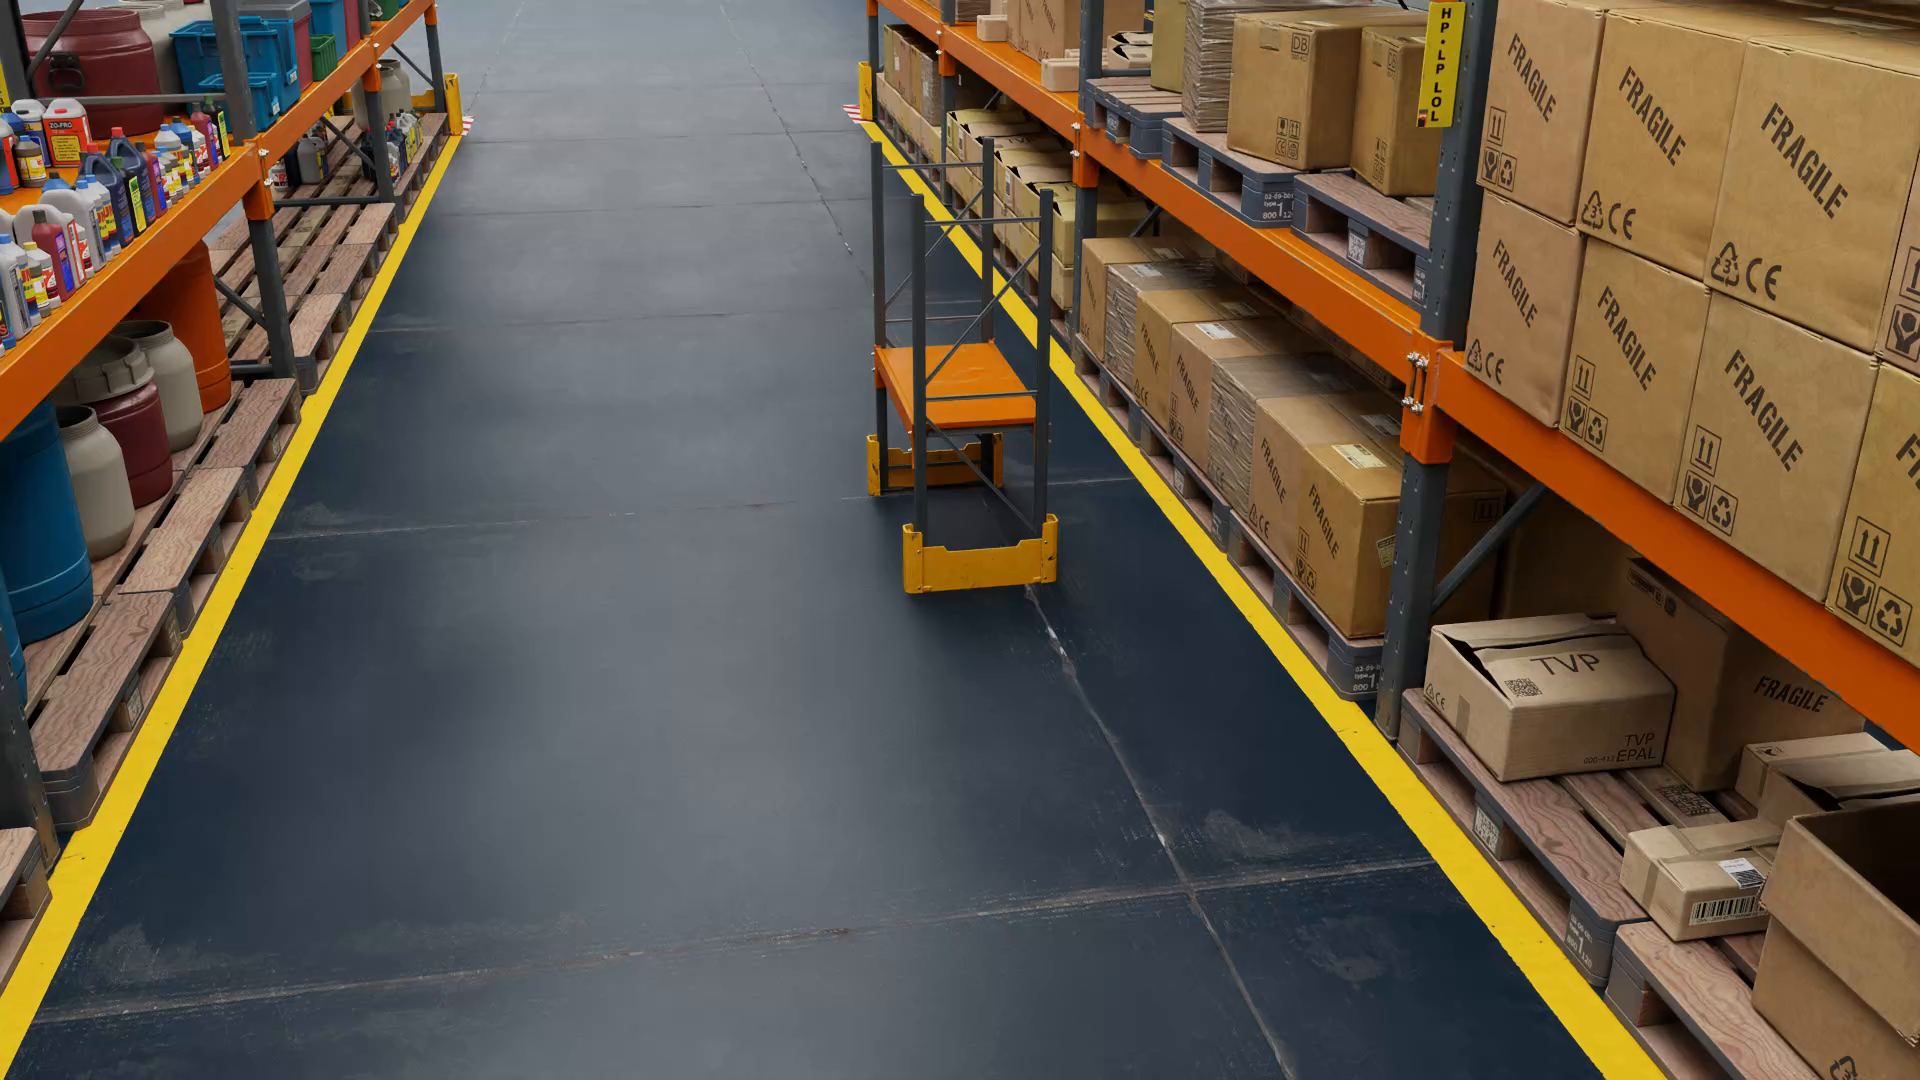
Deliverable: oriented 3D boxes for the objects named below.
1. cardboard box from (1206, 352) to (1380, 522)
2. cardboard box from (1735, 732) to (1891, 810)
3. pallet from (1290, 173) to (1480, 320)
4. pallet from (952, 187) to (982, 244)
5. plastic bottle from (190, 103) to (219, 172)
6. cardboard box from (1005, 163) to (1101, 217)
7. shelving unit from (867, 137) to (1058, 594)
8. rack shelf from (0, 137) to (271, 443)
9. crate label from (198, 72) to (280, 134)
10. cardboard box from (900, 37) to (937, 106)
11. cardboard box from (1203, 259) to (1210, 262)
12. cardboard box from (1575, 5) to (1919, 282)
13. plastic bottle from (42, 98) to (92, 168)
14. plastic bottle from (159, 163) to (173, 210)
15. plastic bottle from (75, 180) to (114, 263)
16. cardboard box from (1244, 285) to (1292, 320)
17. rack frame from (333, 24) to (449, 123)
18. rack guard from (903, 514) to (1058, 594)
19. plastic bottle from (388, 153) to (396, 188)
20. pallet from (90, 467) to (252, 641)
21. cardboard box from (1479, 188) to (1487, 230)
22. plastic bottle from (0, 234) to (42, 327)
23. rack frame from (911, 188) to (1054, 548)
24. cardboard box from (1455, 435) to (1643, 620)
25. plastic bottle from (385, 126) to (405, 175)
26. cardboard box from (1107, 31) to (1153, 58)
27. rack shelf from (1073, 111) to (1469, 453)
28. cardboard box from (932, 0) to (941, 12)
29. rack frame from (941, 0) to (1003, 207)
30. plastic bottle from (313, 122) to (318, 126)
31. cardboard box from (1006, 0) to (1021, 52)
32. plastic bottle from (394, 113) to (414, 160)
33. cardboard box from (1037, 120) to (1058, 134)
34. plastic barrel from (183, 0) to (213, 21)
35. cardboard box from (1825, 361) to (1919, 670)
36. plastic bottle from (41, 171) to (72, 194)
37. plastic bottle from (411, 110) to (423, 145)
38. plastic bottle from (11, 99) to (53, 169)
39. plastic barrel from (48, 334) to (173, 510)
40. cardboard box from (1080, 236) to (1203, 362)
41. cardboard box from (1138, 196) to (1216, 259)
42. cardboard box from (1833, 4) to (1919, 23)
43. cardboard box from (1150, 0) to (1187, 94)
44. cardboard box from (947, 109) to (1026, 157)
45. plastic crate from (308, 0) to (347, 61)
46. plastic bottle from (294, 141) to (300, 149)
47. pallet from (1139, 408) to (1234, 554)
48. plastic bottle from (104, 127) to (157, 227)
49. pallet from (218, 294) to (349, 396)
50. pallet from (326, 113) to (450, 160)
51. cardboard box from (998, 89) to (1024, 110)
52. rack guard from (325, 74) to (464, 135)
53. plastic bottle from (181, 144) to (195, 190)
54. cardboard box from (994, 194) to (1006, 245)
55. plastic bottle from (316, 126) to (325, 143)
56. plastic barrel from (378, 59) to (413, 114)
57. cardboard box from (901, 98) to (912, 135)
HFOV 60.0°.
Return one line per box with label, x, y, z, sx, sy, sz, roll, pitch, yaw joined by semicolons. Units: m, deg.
cardboard box;1.293;-0.412;6.519;0.500;0.500;0.500;-4;24;-9
cardboard box;2.353;0.661;4.502;0.380;0.149;0.250;-4;24;-10
pallet;1.800;-1.025;5.589;1.003;0.211;1.213;-4;24;-10
pallet;0.536;-2.372;11.918;1.003;0.211;1.213;-4;24;-10
plastic bottle;-3.231;-1.727;7.102;0.061;0.283;0.133;-4;24;-10
cardboard box;0.569;-2.144;10.121;0.500;0.311;0.500;-4;24;-10
shelving unit;-0.014;-0.717;6.518;0.587;1.500;1.083;-4;24;-10
rack shelf;-3.398;-0.882;5.921;1.077;0.370;4.000;-4;24;-10
crate label;-3.477;-2.115;8.055;0.303;0.233;0.416;-4;24;-10
cardboard box;-0.223;-3.969;14.064;0.500;0.500;0.500;-4;24;-10
cardboard box;1.293;-1.524;9.402;0.500;0.250;0.500;-4;24;-10
cardboard box;1.747;-0.885;3.655;0.500;0.500;0.500;-5;24;-11
plastic bottle;-3.856;-1.759;7.185;0.152;0.276;0.135;-4;24;-10
plastic bottle;-3.101;-1.375;6.398;0.097;0.201;0.097;0;24;0
plastic bottle;-2.948;-1.080;5.635;0.097;0.271;0.097;0;24;0
cardboard box;1.600;-0.866;7.558;0.500;0.500;0.500;-5;24;-12
rack frame;-5.247;-5.145;14.783;1.000;3.000;0.127;-4;24;-10
rack guard;0.078;0.051;6.320;0.587;0.250;0.087;-4;24;-10
plastic bottle;-4.135;-2.681;12.000;0.097;0.271;0.097;0;24;0
pallet;-3.358;0.065;6.337;1.003;0.211;1.213;-4;24;-10
cardboard box;1.973;-1.232;5.173;0.700;0.500;0.500;-13;27;-27
plastic bottle;-2.801;-0.768;4.922;0.097;0.271;0.097;0;24;0
rack frame;0.078;-0.521;6.069;0.500;1.500;0.032;-4;24;-10
cardboard box;1.991;-0.055;5.701;0.500;0.500;0.500;-5;24;-12
plastic bottle;-4.249;-2.908;12.420;0.144;0.351;0.185;-4;24;-8
cardboard box;1.126;-2.689;9.271;0.500;0.311;0.500;-5;24;-10
rack shelf;1.471;-1.247;6.757;1.077;0.370;4.000;-4;24;-10
cardboard box;0.169;-4.364;12.869;0.700;0.500;0.500;-5;24;-10
rack frame;0.362;-3.937;12.017;1.000;3.000;0.127;-4;24;-10
plastic bottle;-5.154;-3.226;13.247;0.097;0.271;0.097;0;24;0
cardboard box;0.585;-3.472;10.828;0.500;0.500;0.500;-3;24;-6
plastic bottle;-4.362;-3.149;12.973;0.144;0.351;0.185;-4;24;-10
cardboard box;0.821;-2.784;11.587;0.500;0.311;0.500;-4;24;-8
plastic barrel;-4.330;-2.783;9.205;0.433;0.535;0.433;0;24;0
cardboard box;1.951;-0.018;2.918;0.500;0.500;0.500;-5;24;-10
plastic bottle;-3.125;-1.146;5.786;0.097;0.271;0.097;0;24;0
plastic bottle;-4.437;-3.368;13.557;0.061;0.283;0.133;-4;24;-8
plastic bottle;-4.005;-1.748;7.159;0.152;0.276;0.135;-4;24;-10
plastic barrel;-3.451;-0.451;6.522;0.600;0.588;0.708;-4;24;-10
cardboard box;0.905;-1.220;8.368;0.500;0.500;0.500;-3;24;-7
cardboard box;1.293;-1.781;9.290;0.500;0.311;0.500;-4;24;-8
cardboard box;2.286;-0.913;3.720;0.500;0.500;0.500;-5;24;-11
cardboard box;1.328;-2.363;7.762;0.700;0.500;0.500;-13;27;-27
cardboard box;0.193;-2.946;11.957;0.500;0.311;0.500;-4;24;-10
plastic crate;-3.997;-3.154;10.243;0.392;0.384;0.575;-4;24;-10
plastic bottle;-4.945;-2.867;12.327;0.144;0.351;0.185;-6;24;-12
pallet;1.424;-0.311;7.197;1.003;0.211;1.213;-4;24;-10
plastic bottle;-3.074;-1.333;6.117;0.144;0.351;0.185;-4;24;-10
pallet;-3.873;-1.028;8.841;1.003;0.211;1.213;-4;24;-10
pallet;-5.041;-3.521;14.548;1.003;0.211;1.213;-4;24;-10
cardboard box;0.584;-3.419;12.804;0.500;0.500;0.500;-4;24;-10
rack guard;-5.186;-3.973;15.223;1.175;0.500;0.348;-4;24;-10
plastic bottle;-3.173;-1.528;6.748;0.097;0.201;0.097;0;24;0
cardboard box;0.478;-2.088;10.693;0.500;0.250;0.500;-4;24;-9
plastic bottle;-4.926;-3.036;12.797;0.061;0.283;0.133;-4;24;-10
plastic barrel;-5.050;-3.945;14.618;0.421;0.512;0.421;0;24;0
cardboard box;-0.222;-3.625;14.214;0.500;0.250;0.500;-4;24;-10
